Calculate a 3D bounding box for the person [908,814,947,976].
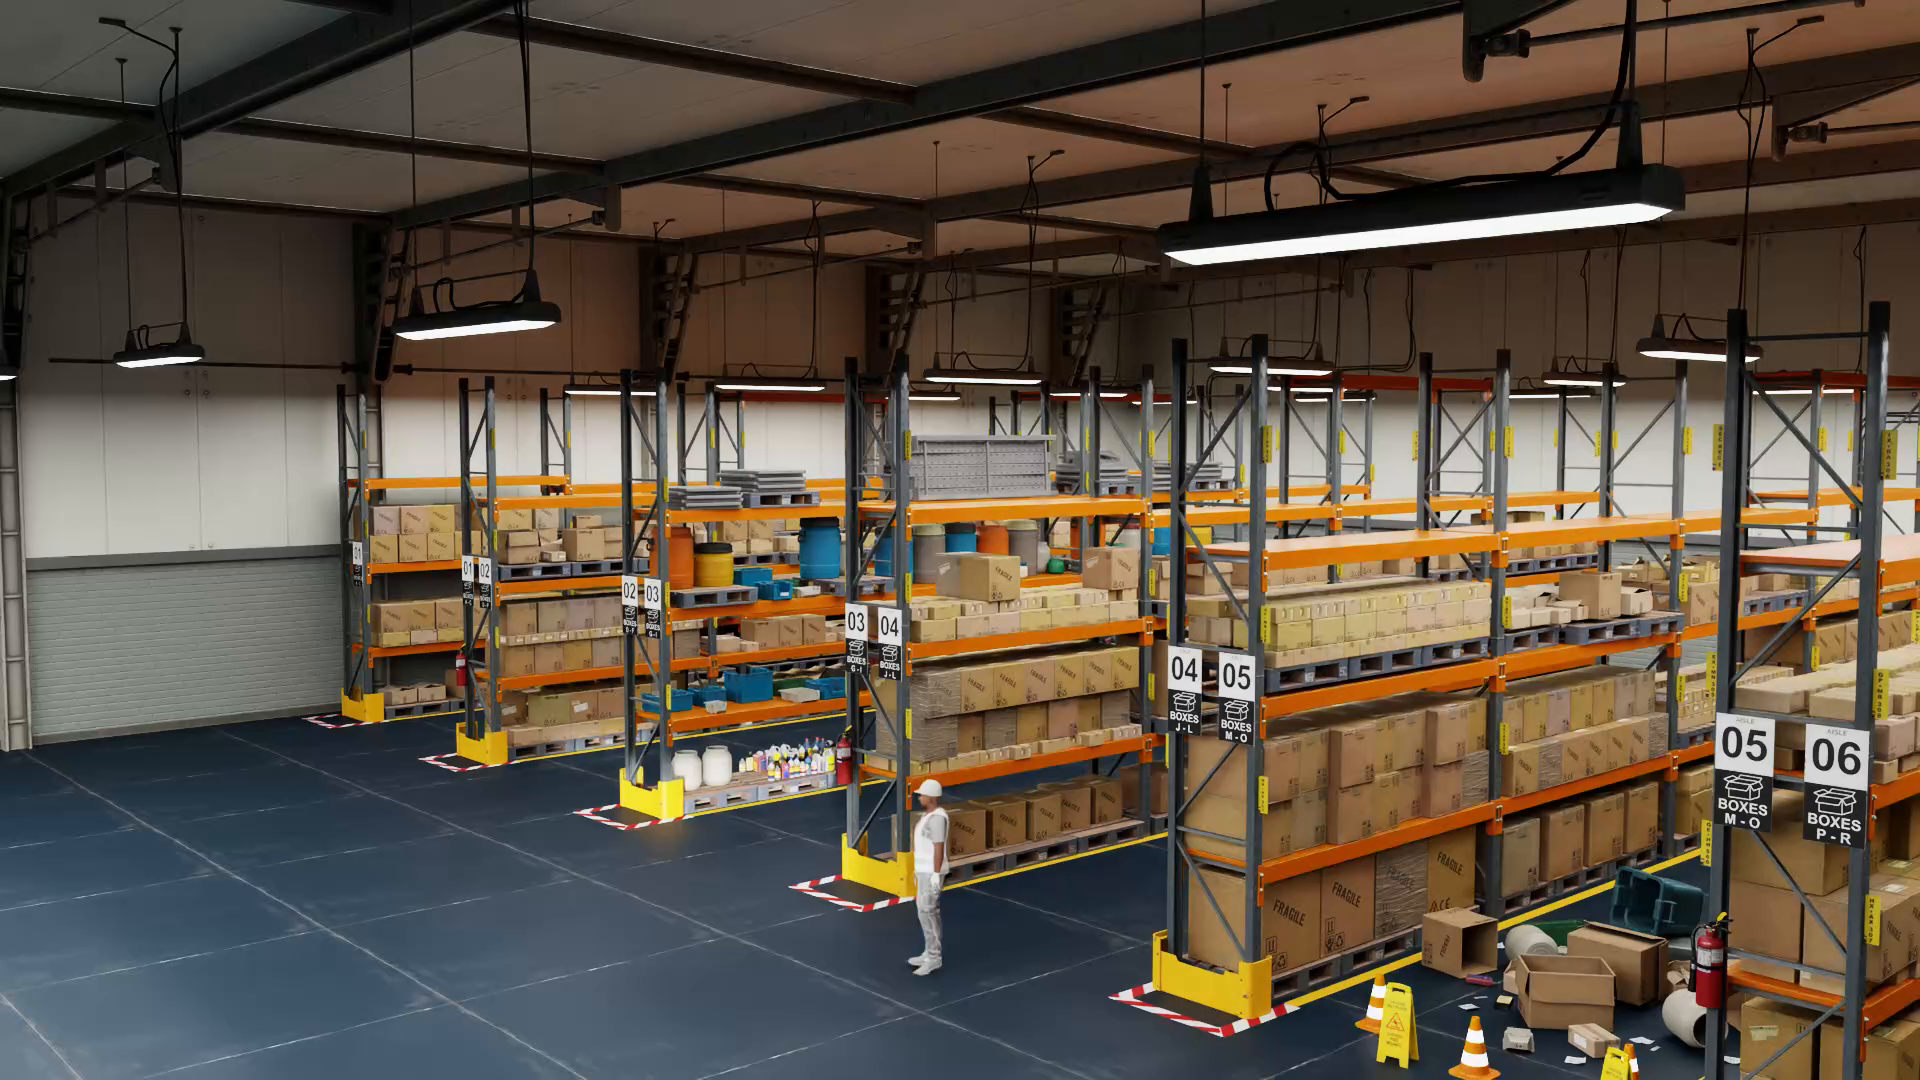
[{"bbox_3d":[-0.316,3.370,16.043,0.374,1.547,0.614,0,4,-3],"label":"person"}]
